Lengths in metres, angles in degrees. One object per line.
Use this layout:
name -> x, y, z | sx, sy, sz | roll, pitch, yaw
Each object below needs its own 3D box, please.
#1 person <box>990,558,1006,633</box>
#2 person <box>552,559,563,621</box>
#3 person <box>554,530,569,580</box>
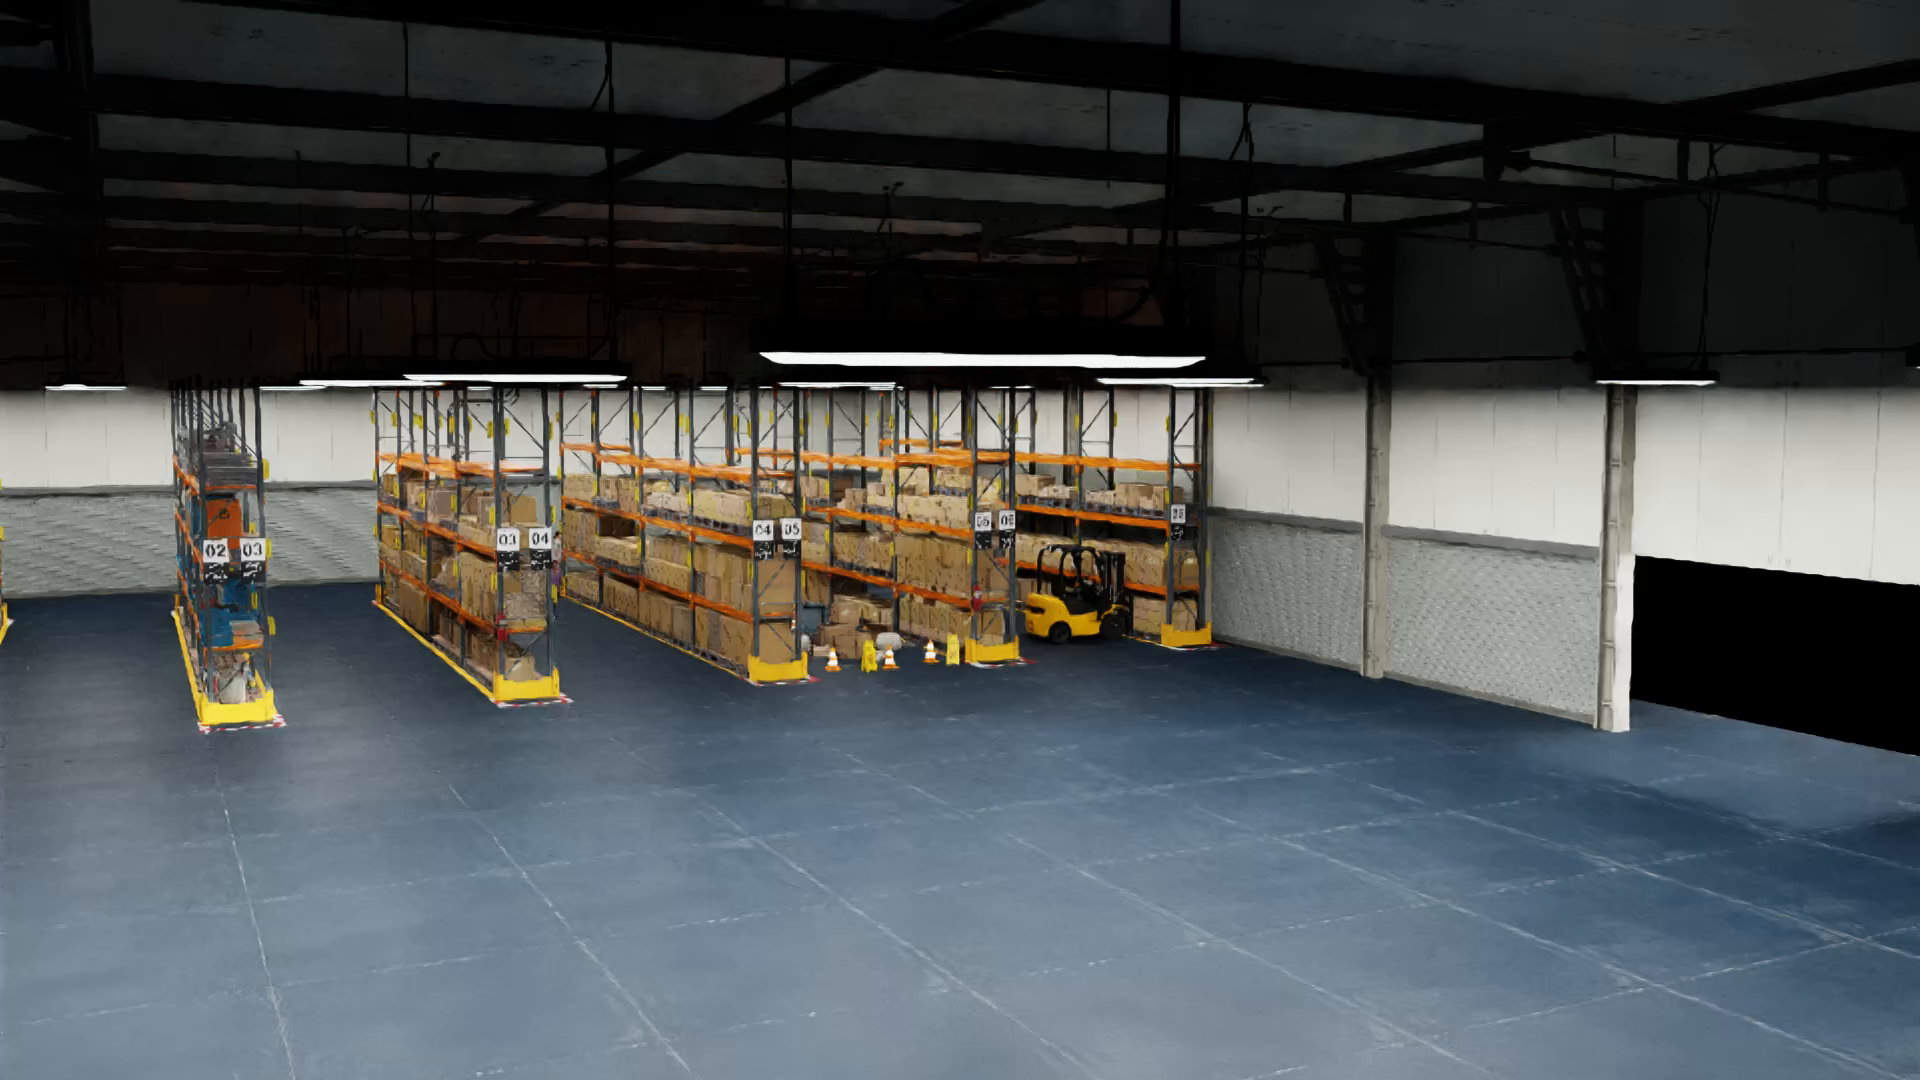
person -> 0.784, 1.305, 39.511 | 0.636, 1.775, 0.677 | 0, 5, 5
person -> -10.186, 1.232, 41.795 | 0.416, 1.512, 1.039 | -3, 6, -29
person -> -11.773, 0.526, 48.984 | 0.566, 1.658, 0.688 | 1, 5, 11
